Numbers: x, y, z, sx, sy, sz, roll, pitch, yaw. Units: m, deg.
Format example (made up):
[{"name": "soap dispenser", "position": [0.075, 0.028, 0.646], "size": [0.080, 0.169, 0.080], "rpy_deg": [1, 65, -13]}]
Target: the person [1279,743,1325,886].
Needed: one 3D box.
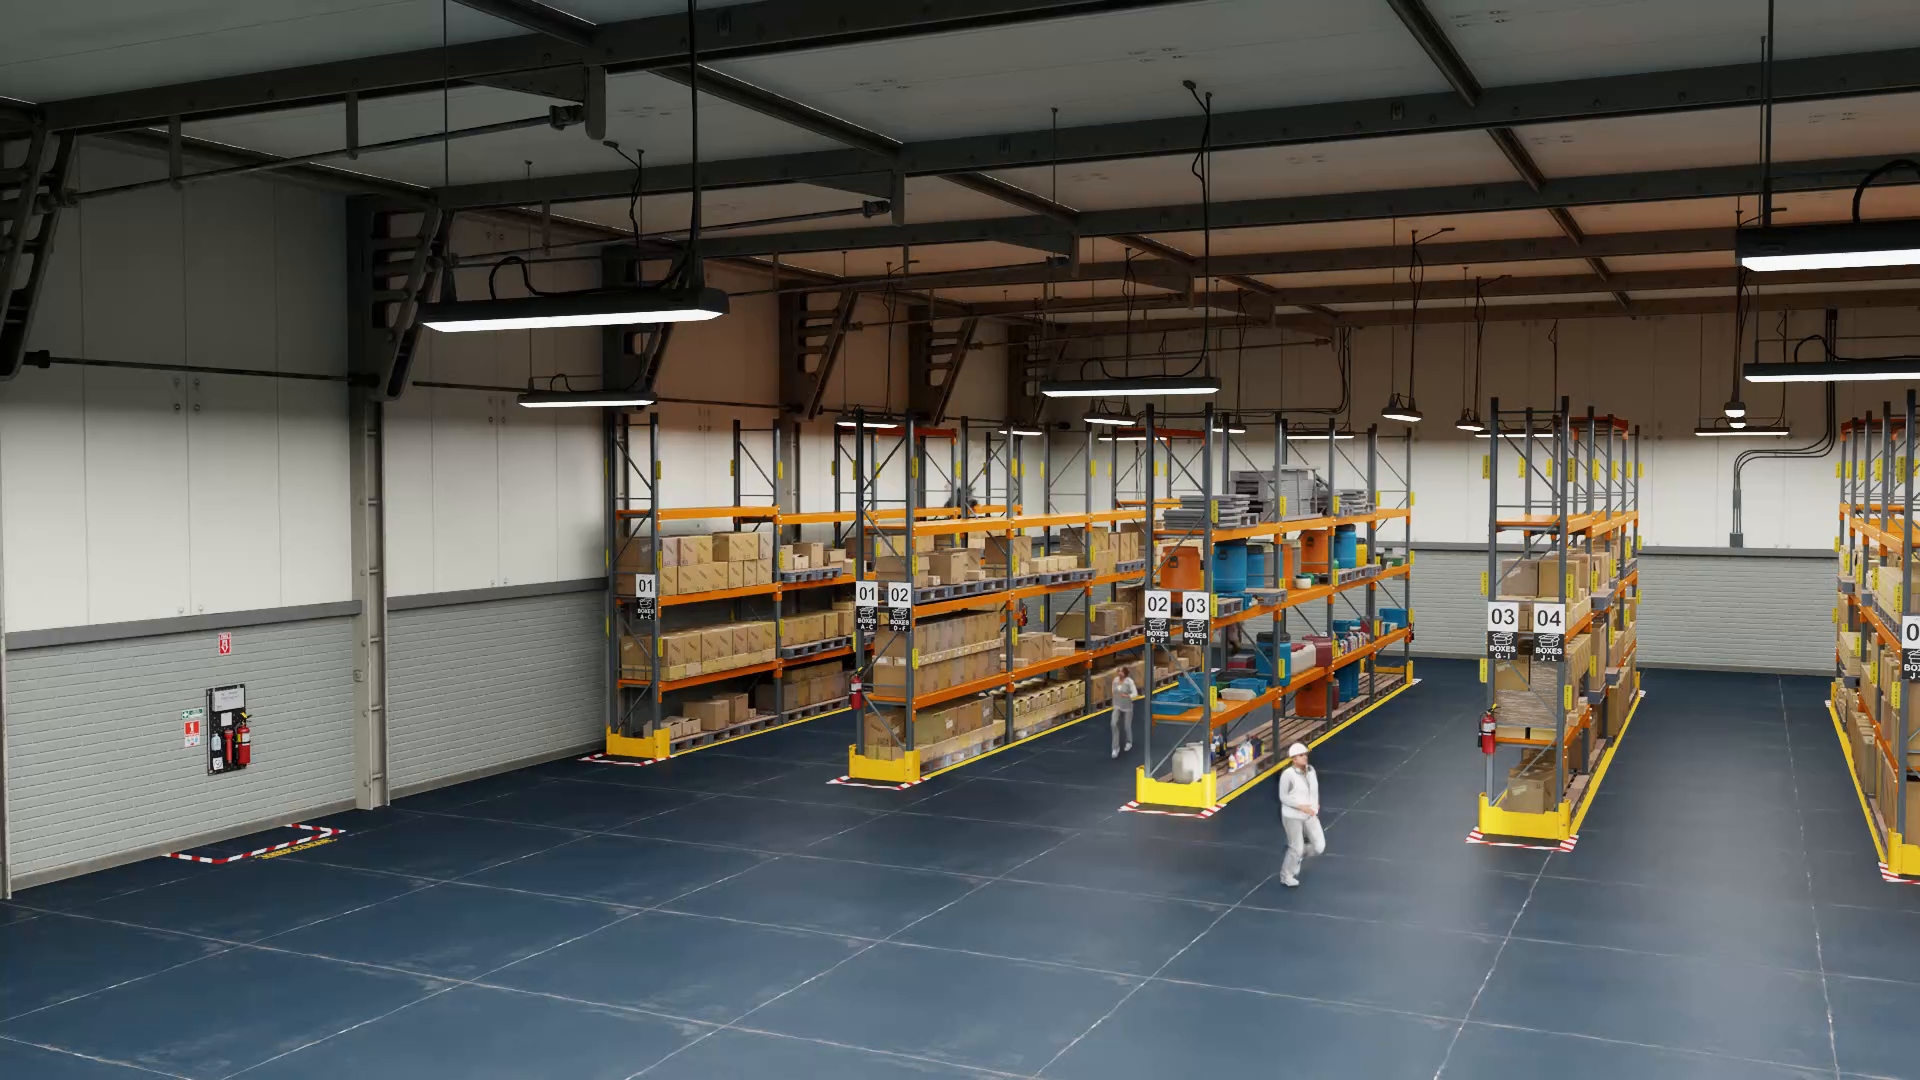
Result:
[{"name": "person", "position": [4.115, 3.294, 19.913], "size": [0.693, 1.727, 0.654], "rpy_deg": [-1, 3, -28]}]

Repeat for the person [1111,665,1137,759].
[{"name": "person", "position": [2.883, 2.993, 29.090], "size": [0.513, 1.634, 0.770], "rpy_deg": [1, 3, 21]}]

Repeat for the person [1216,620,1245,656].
[{"name": "person", "position": [6.795, 2.428, 41.688], "size": [0.766, 1.746, 0.792], "rpy_deg": [-1, 3, -30]}]
